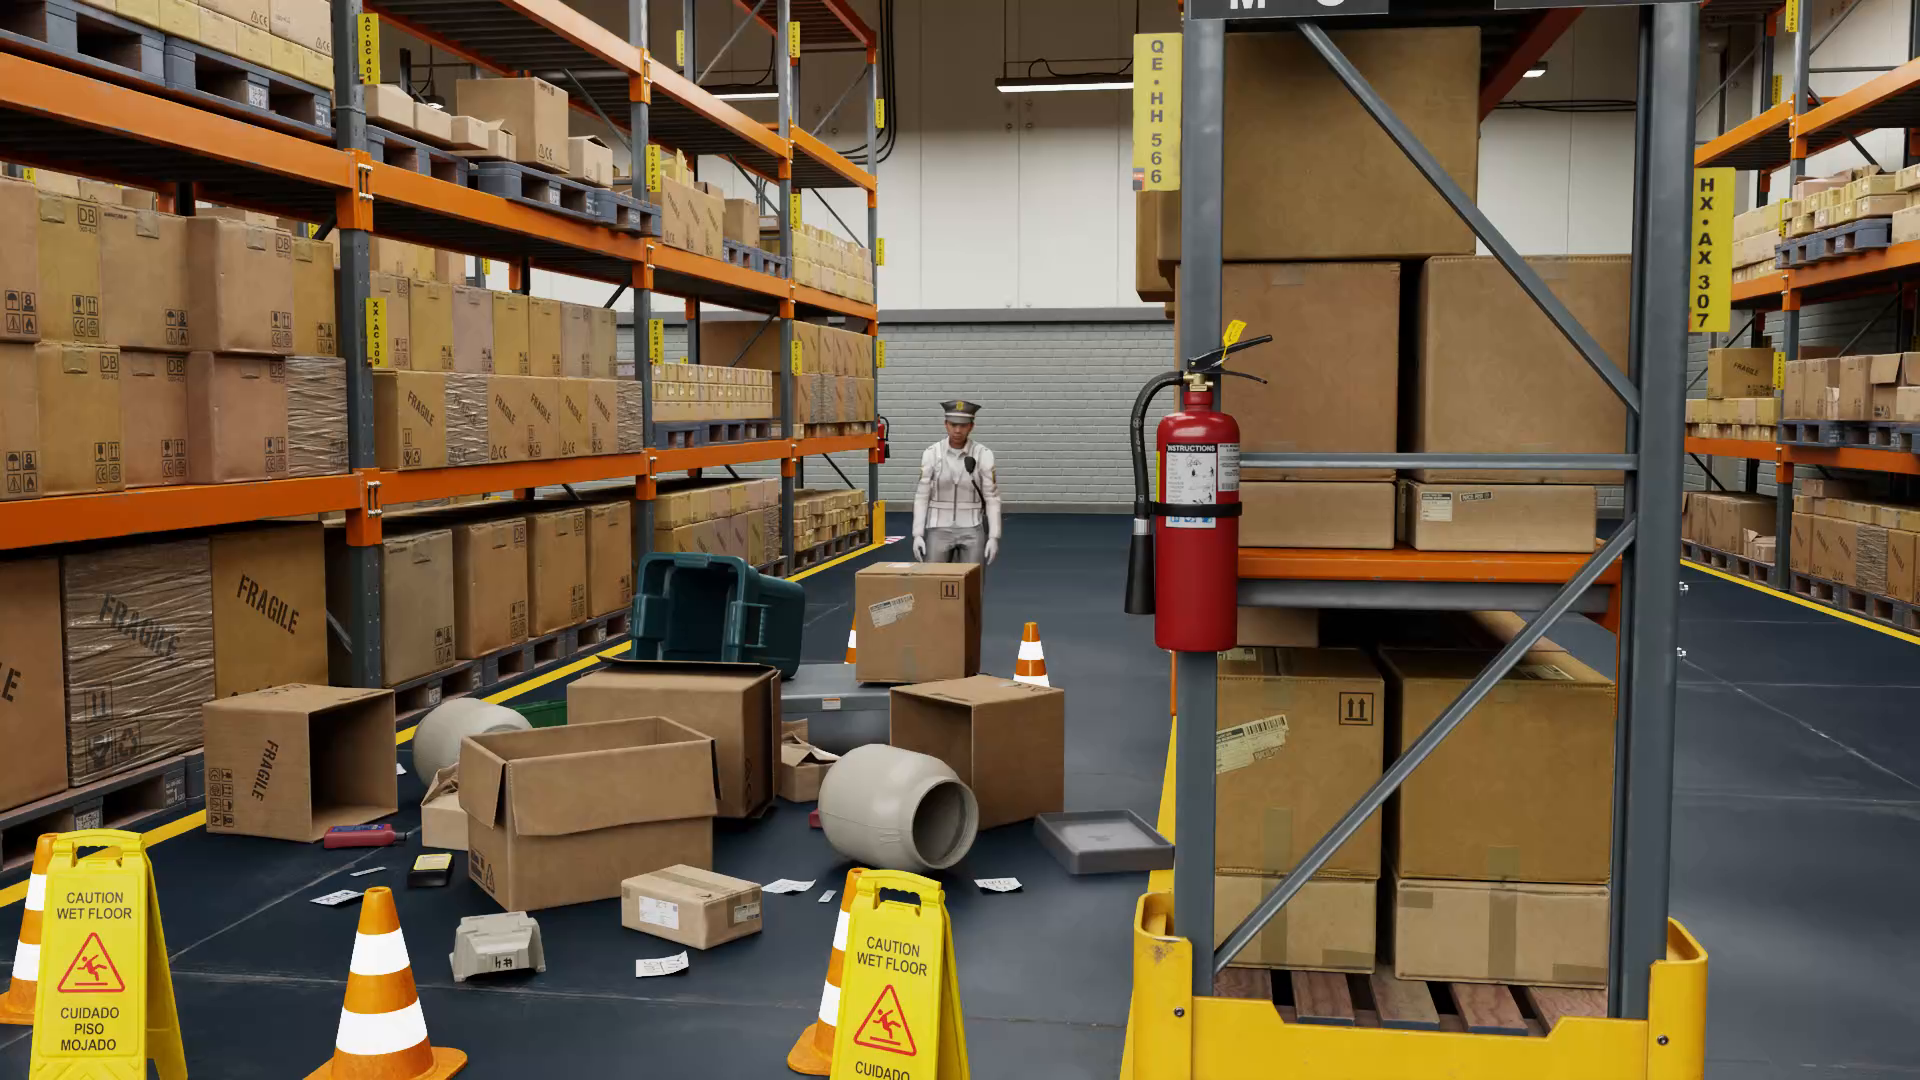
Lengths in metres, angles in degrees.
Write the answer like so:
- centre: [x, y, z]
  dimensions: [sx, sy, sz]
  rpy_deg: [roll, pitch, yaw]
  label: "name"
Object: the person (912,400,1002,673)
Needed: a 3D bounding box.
- centre: [-0.022, -0.001, 9.897]
  dimensions: [0.540, 1.662, 0.374]
  rpy_deg: [0, 5, 5]
  label: "person"
